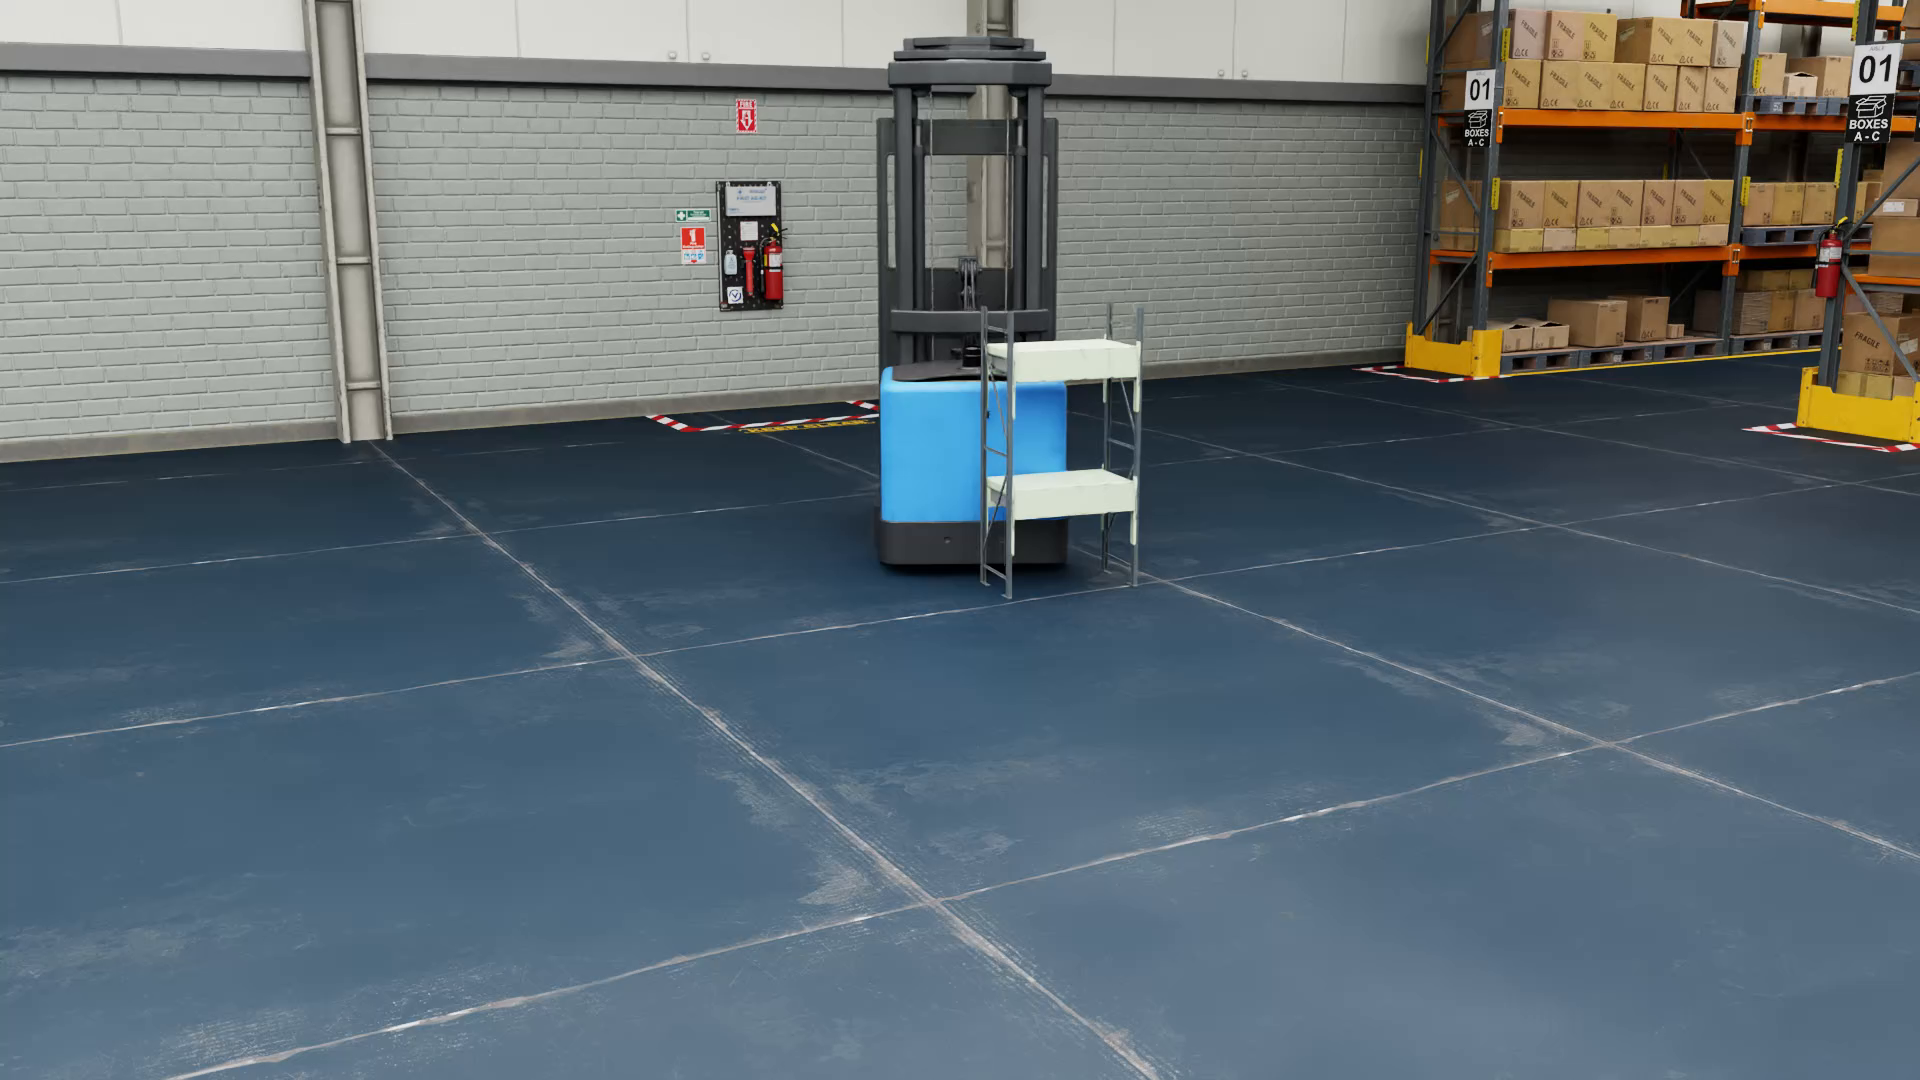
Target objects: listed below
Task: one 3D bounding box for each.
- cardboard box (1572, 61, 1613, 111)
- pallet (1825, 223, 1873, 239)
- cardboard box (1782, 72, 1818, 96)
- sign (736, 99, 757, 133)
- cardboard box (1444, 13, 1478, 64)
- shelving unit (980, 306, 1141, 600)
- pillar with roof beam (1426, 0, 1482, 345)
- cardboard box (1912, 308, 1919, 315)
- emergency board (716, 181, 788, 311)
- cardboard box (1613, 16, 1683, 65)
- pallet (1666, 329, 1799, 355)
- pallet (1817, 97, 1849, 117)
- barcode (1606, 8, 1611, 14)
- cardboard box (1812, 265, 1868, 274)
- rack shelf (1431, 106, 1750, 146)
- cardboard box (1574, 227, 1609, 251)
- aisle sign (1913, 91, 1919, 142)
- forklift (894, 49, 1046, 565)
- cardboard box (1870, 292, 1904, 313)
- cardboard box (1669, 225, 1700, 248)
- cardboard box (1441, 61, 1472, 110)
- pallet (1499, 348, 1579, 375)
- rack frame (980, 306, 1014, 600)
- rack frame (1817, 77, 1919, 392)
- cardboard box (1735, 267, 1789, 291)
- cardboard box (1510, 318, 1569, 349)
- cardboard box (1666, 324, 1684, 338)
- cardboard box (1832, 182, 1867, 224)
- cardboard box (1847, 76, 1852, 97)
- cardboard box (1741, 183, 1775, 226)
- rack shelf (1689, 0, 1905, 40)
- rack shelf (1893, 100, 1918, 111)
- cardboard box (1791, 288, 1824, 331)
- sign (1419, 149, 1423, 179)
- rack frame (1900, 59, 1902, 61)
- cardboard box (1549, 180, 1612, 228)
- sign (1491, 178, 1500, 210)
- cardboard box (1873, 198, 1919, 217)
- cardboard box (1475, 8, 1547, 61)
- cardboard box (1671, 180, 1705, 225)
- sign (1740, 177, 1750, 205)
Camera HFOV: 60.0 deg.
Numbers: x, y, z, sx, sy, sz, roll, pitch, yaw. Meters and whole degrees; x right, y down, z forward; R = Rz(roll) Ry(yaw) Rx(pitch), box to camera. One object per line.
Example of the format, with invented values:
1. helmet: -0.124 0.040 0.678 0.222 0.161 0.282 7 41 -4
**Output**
1. cardboard box: 6.732 -4.944 18.143 0.500 0.500 0.500 -6 14 -25
2. pallet: 11.824 -3.983 21.413 1.003 0.211 1.213 -7 14 -28
3. cardboard box: 9.946 -5.483 20.056 0.500 0.311 0.500 -6 14 -26
4. sign: -1.932 -3.836 15.044 0.199 0.298 0.001 -7 14 -28
5. cardboard box: 5.630 -5.436 18.050 0.500 0.500 0.500 -6 14 -25
6. shelving unit: 0.530 -0.487 8.857 0.748 1.500 0.431 -5 14 -20
7. pillar with roof beam: 7.639 -5.668 14.799 0.400 9.000 9.100 -7 14 -28
8. cardboard box: 8.952 -1.827 14.995 0.500 0.500 0.500 -7 14 -28
9. emergency board: -1.877 -2.687 15.217 0.643 1.169 0.194 -7 14 -28
10. cardboard box: 7.648 -5.539 18.509 0.500 0.500 0.500 -7 15 -30
11. pallet: 9.570 -2.473 20.618 1.213 0.211 1.003 -7 14 -28
12. pallet: 10.389 -5.277 20.322 1.003 0.211 1.213 -7 14 -28
13. barcode: 7.461 -6.078 19.127 0.075 0.075 0.001 -7 14 -28
14. cardboard box: 11.261 -3.399 21.366 0.500 0.250 0.500 -7 14 -27
15. rack shelf: 7.132 -4.653 18.761 4.000 0.370 1.077 -7 14 -28
16. cardboard box: 6.856 -3.367 18.535 0.500 0.250 0.500 -7 15 -29
17. aisle sign: 7.842 -3.579 13.258 0.004 0.787 0.394 -7 14 -28
18. forklift: 9.228 -0.095 4.001 19.117 2.867 14.418 0 13 -2
19. cardboard box: 11.791 -3.081 21.661 0.500 0.500 0.700 -7 14 -27
20. cardboard box: 8.176 -3.529 19.254 0.500 0.250 0.500 -7 14 -28
21. cardboard box: 5.621 -4.945 18.146 0.500 0.500 0.500 -6 14 -24
22. pallet: 6.173 -2.057 18.768 1.213 0.211 1.003 -7 14 -28
23. rack frame: 0.191 -0.459 8.731 0.023 1.500 0.400 -5 14 -20
24. rack frame: 7.753 -2.376 13.836 0.127 3.000 1.000 -7 14 -28
25. cardboard box: 9.910 -3.240 20.657 0.500 0.250 0.500 -7 15 -29
26. cardboard box: 6.527 -2.349 18.836 0.500 0.311 0.500 -6 14 -23
27. cardboard box: 8.432 -2.522 19.933 0.250 0.166 0.380 -9 16 -35
28. cardboard box: 10.908 -4.249 20.927 0.500 0.500 0.700 -7 14 -28
29. cardboard box: 11.216 -5.577 20.947 0.637 0.503 0.797 -5 14 -20
30. cardboard box: 9.350 -4.062 20.096 0.500 0.500 0.700 -7 14 -28
31. rack shelf: 10.643 -6.342 20.345 4.000 0.370 1.077 -7 14 -28
32. rack shelf: 9.509 -3.769 14.505 3.687 0.071 0.831 -7 14 -28
33. cardboard box: 10.422 -2.937 21.019 0.500 0.500 0.700 -7 14 -27
34. sign: 5.128 -4.159 18.399 0.005 0.325 0.100 -7 14 -28
35. rack frame: 12.400 -7.098 21.155 0.053 2.616 0.949 -7 14 -28
36. cardboard box: 6.835 -3.728 18.433 0.500 0.500 0.500 -7 15 -30
37. sign: 5.637 -3.648 17.517 0.005 0.325 0.100 -7 14 -28
38. cardboard box: 7.997 -2.818 14.096 0.250 0.149 0.380 -7 15 -29
39. cardboard box: 5.831 -5.334 17.596 0.500 0.500 0.500 -8 15 -32
40. cardboard box: 8.185 -3.891 19.154 0.500 0.500 0.500 -7 14 -28
41. sign: 9.154 -4.070 19.390 0.005 0.325 0.100 -7 14 -28
